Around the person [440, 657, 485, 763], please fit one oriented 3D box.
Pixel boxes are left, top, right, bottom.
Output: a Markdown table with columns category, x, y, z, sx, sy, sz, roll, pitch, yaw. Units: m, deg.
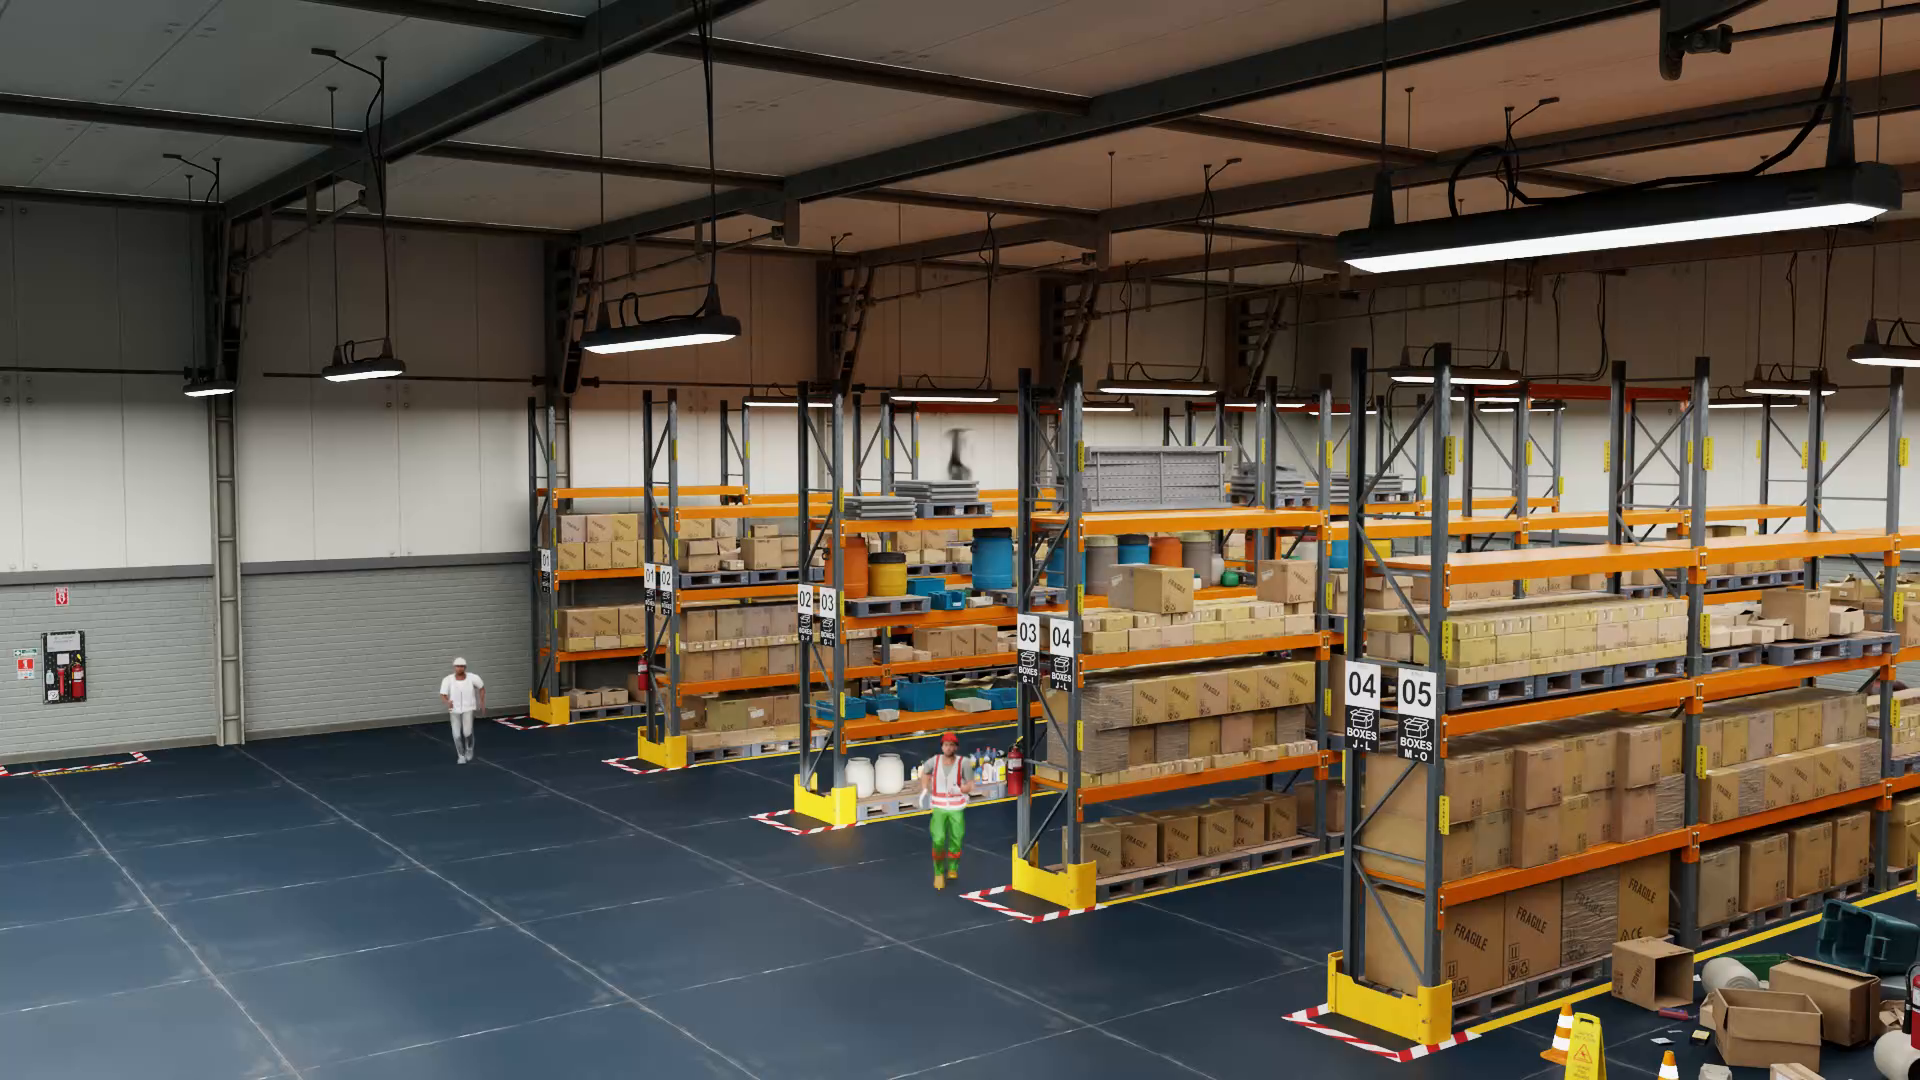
| category | x | y | z | sx | sy | sz | roll | pitch | yaw |
| --- | --- | --- | --- | --- | --- | --- | --- | --- | --- |
| person | -7.932 | 2.725 | 26.508 | 0.682 | 1.716 | 0.698 | -1 | 3 | -12 |

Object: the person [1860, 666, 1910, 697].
| category | x | y | z | sx | sy | sz | roll | pitch | yaw |
| --- | --- | --- | --- | --- | --- | --- | --- | --- | --- |
| person | 14.118 | 2.769 | 25.492 | 0.896 | 1.736 | 0.727 | -2 | 4 | -29 |

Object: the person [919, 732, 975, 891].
| category | x | y | z | sx | sy | sz | roll | pitch | yaw |
| --- | --- | --- | --- | --- | --- | --- | --- | --- | --- |
| person | -0.149 | 3.134 | 19.256 | 0.653 | 1.817 | 0.746 | 0 | 3 | 0 |
